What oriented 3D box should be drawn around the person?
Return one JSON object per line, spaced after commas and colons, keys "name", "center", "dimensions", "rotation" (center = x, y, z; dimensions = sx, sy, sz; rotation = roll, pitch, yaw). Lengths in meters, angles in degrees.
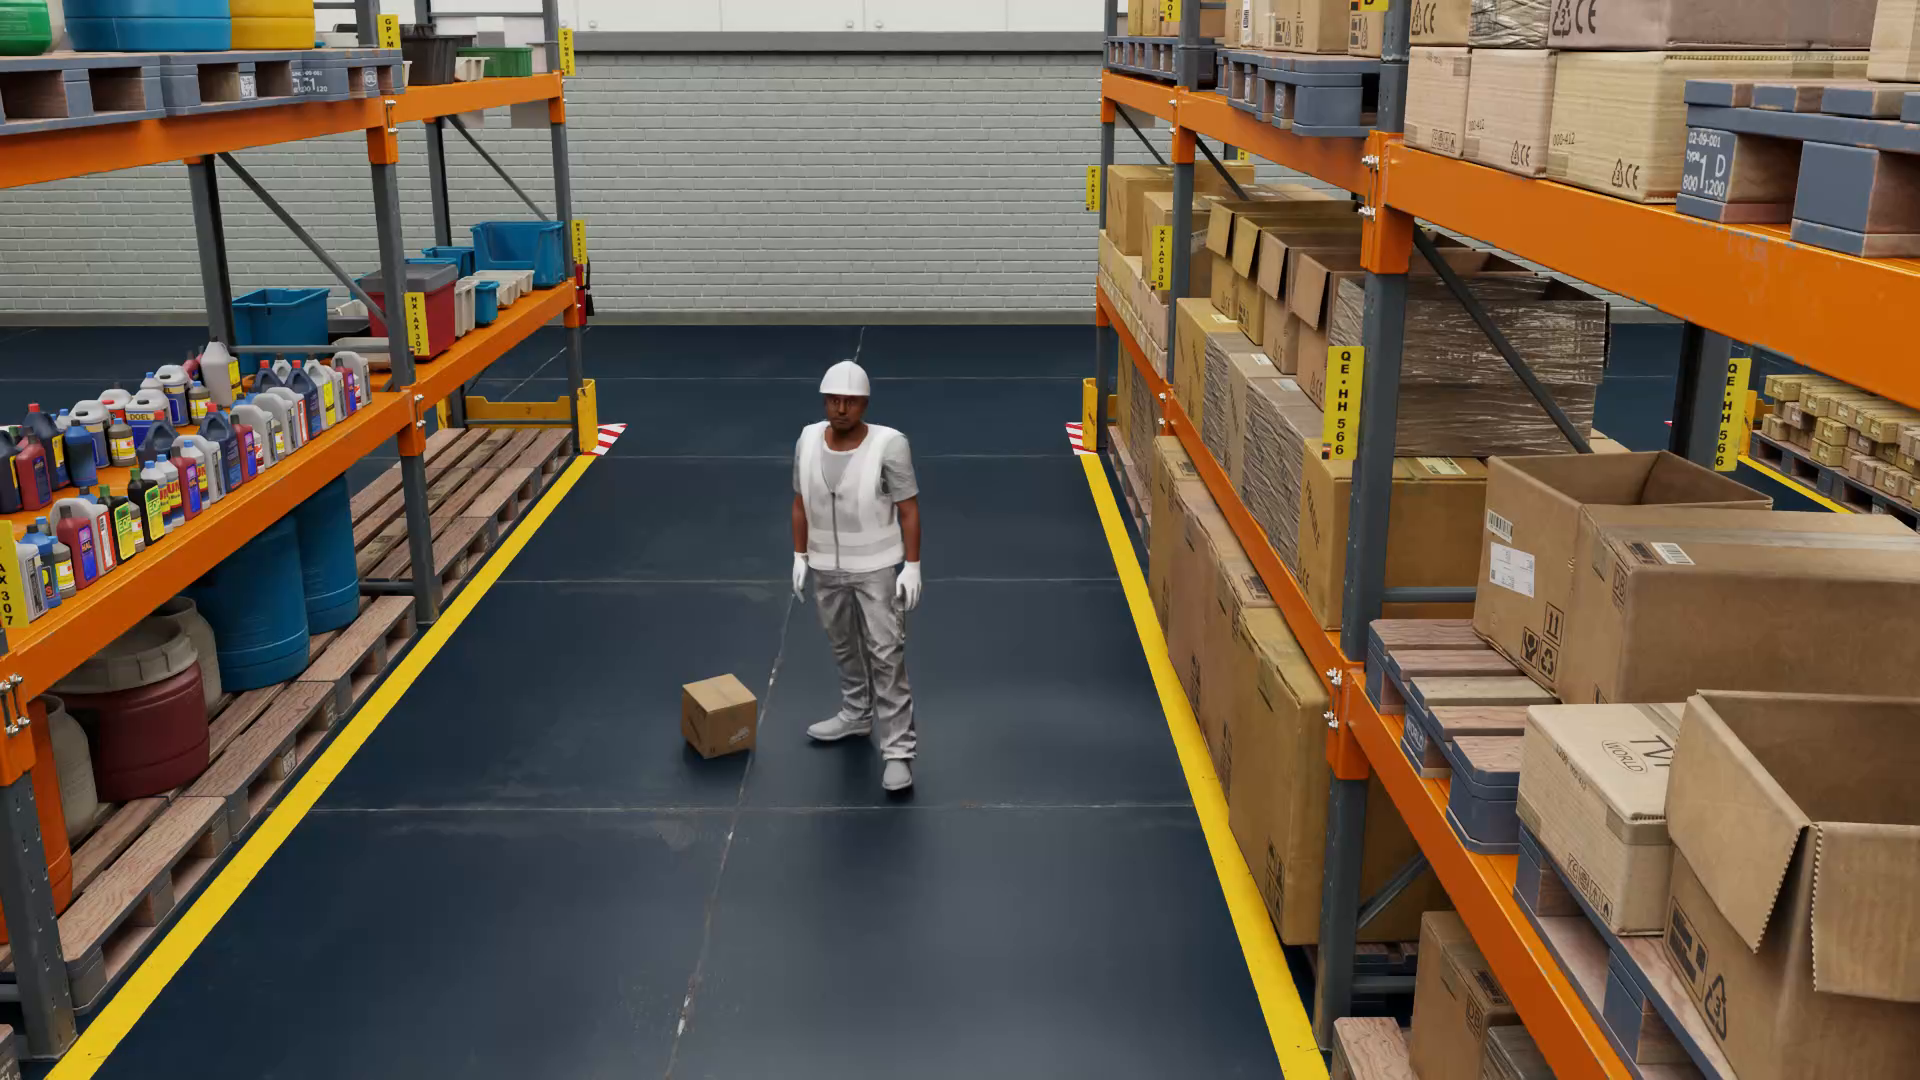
{"name": "person", "center": [-0.422, 0.124, 7.034], "dimensions": [0.703, 1.767, 0.673], "rotation": [8, 19, 23]}
